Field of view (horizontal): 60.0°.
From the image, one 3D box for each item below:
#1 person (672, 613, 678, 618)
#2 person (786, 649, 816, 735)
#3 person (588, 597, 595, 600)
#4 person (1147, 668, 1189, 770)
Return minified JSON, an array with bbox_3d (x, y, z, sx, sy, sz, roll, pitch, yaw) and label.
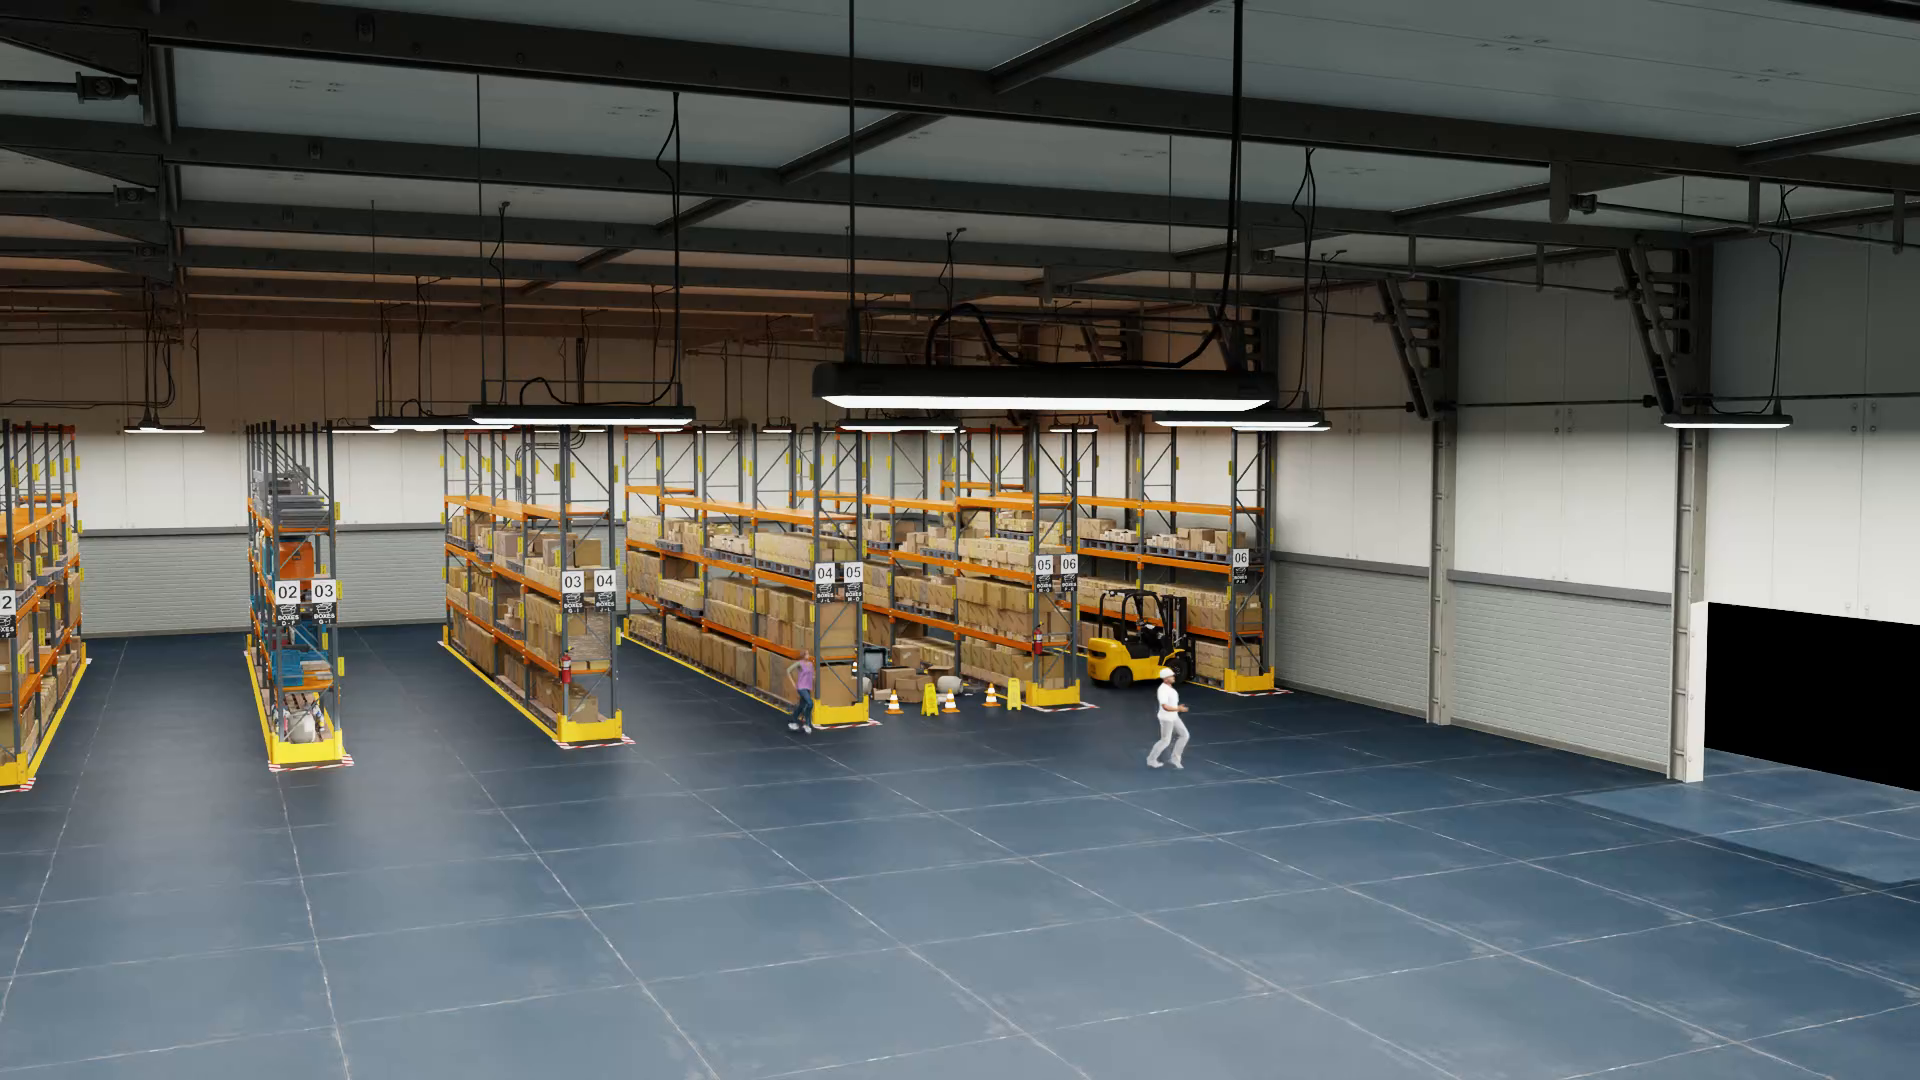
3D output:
[{"bbox_3d":[-8.274,1.728,49.572,1.036,1.754,0.713,-3,4,-36],"label":"person"},{"bbox_3d":[-3.045,2.926,32.187,0.615,1.636,0.570,2,4,25],"label":"person"},{"bbox_3d":[-10.216,2.029,46.111,0.617,1.653,0.628,-2,4,-24],"label":"person"},{"bbox_3d":[3.581,3.081,28.522,0.734,1.790,0.707,1,4,22],"label":"person"}]
